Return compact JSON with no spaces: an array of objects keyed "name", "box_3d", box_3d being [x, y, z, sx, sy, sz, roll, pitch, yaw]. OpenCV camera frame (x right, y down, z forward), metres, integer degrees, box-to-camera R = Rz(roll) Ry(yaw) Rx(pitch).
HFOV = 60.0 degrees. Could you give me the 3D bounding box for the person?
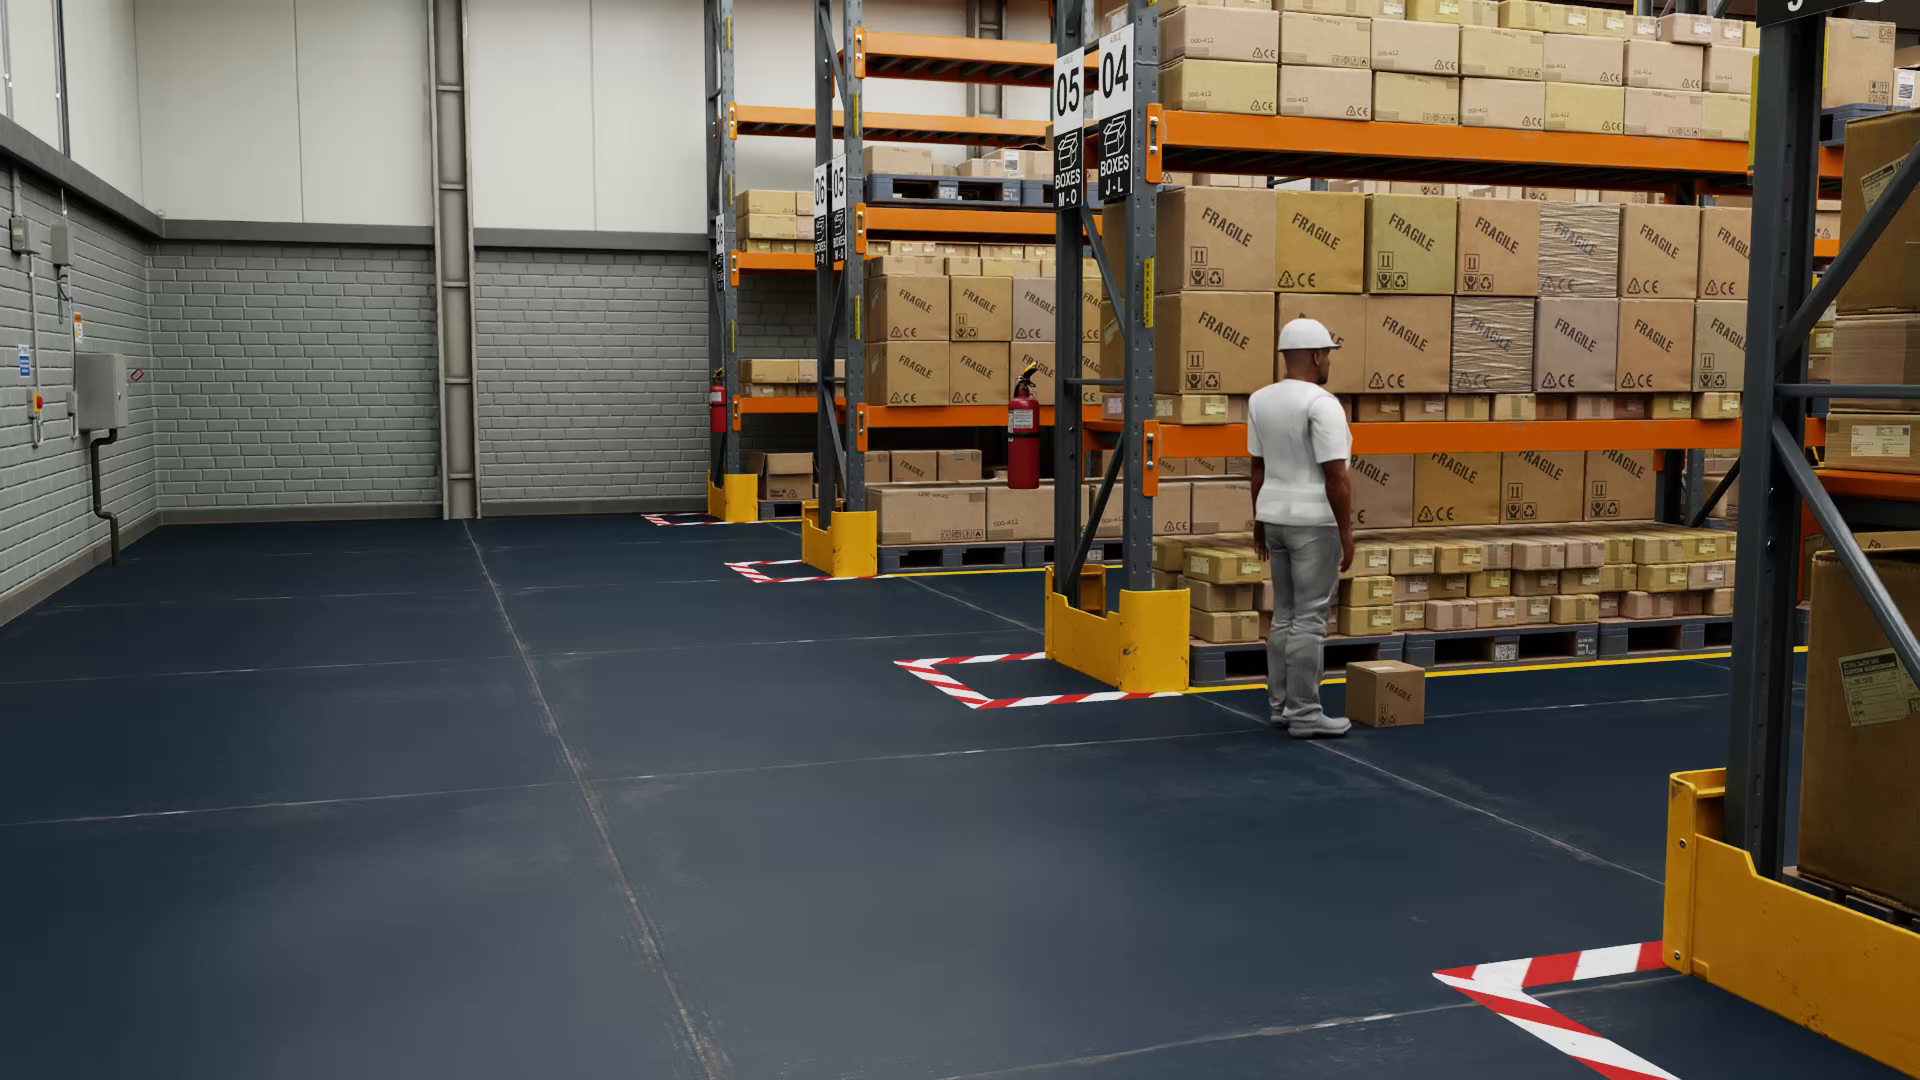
[{"name":"person","box_3d":[1.498,-0.043,7.167,0.403,1.806,0.596,-3,6,-26]}]
